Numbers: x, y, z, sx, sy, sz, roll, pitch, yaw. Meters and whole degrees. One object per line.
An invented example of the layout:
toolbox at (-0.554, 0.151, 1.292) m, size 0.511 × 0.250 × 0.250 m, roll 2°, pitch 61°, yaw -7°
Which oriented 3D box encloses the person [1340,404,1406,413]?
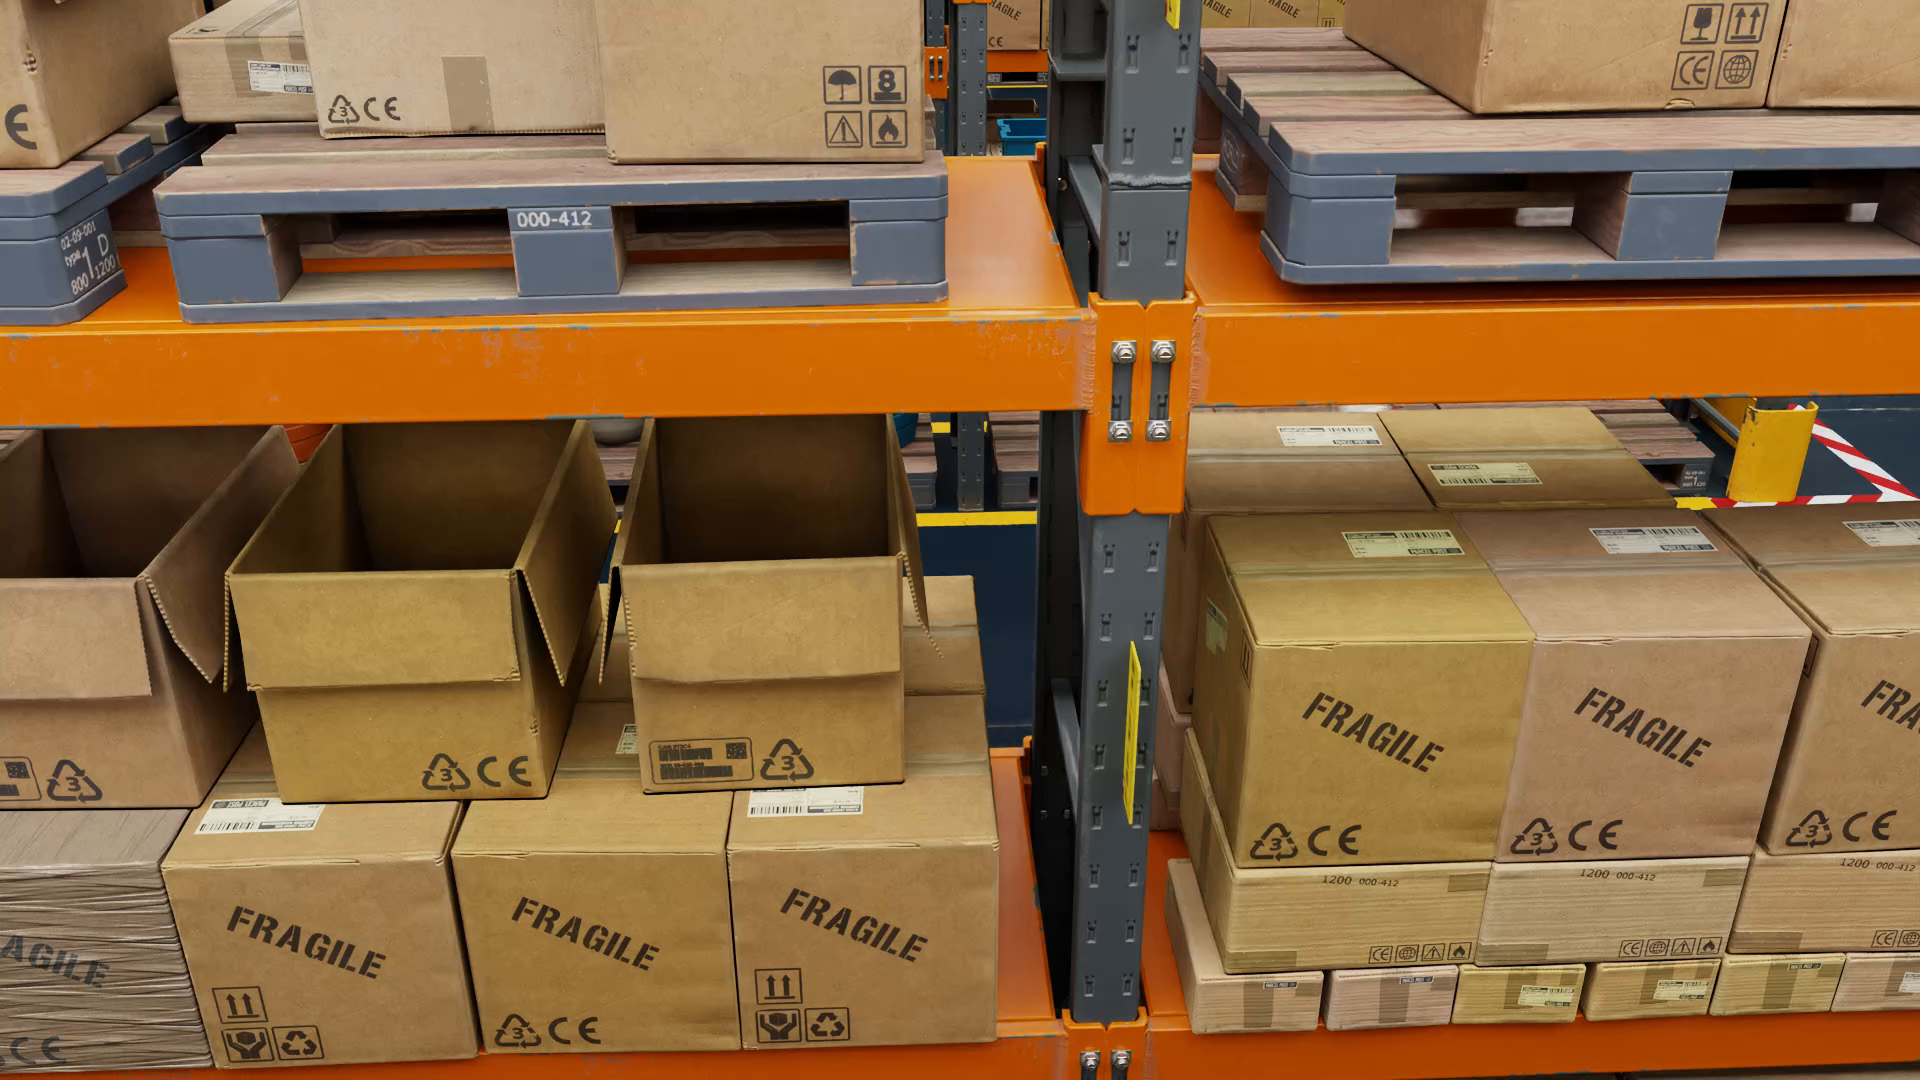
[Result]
person at (1.452, 0.060, 5.907) m, size 0.505 × 1.780 × 0.568 m, roll 4°, pitch 28°, yaw 8°
